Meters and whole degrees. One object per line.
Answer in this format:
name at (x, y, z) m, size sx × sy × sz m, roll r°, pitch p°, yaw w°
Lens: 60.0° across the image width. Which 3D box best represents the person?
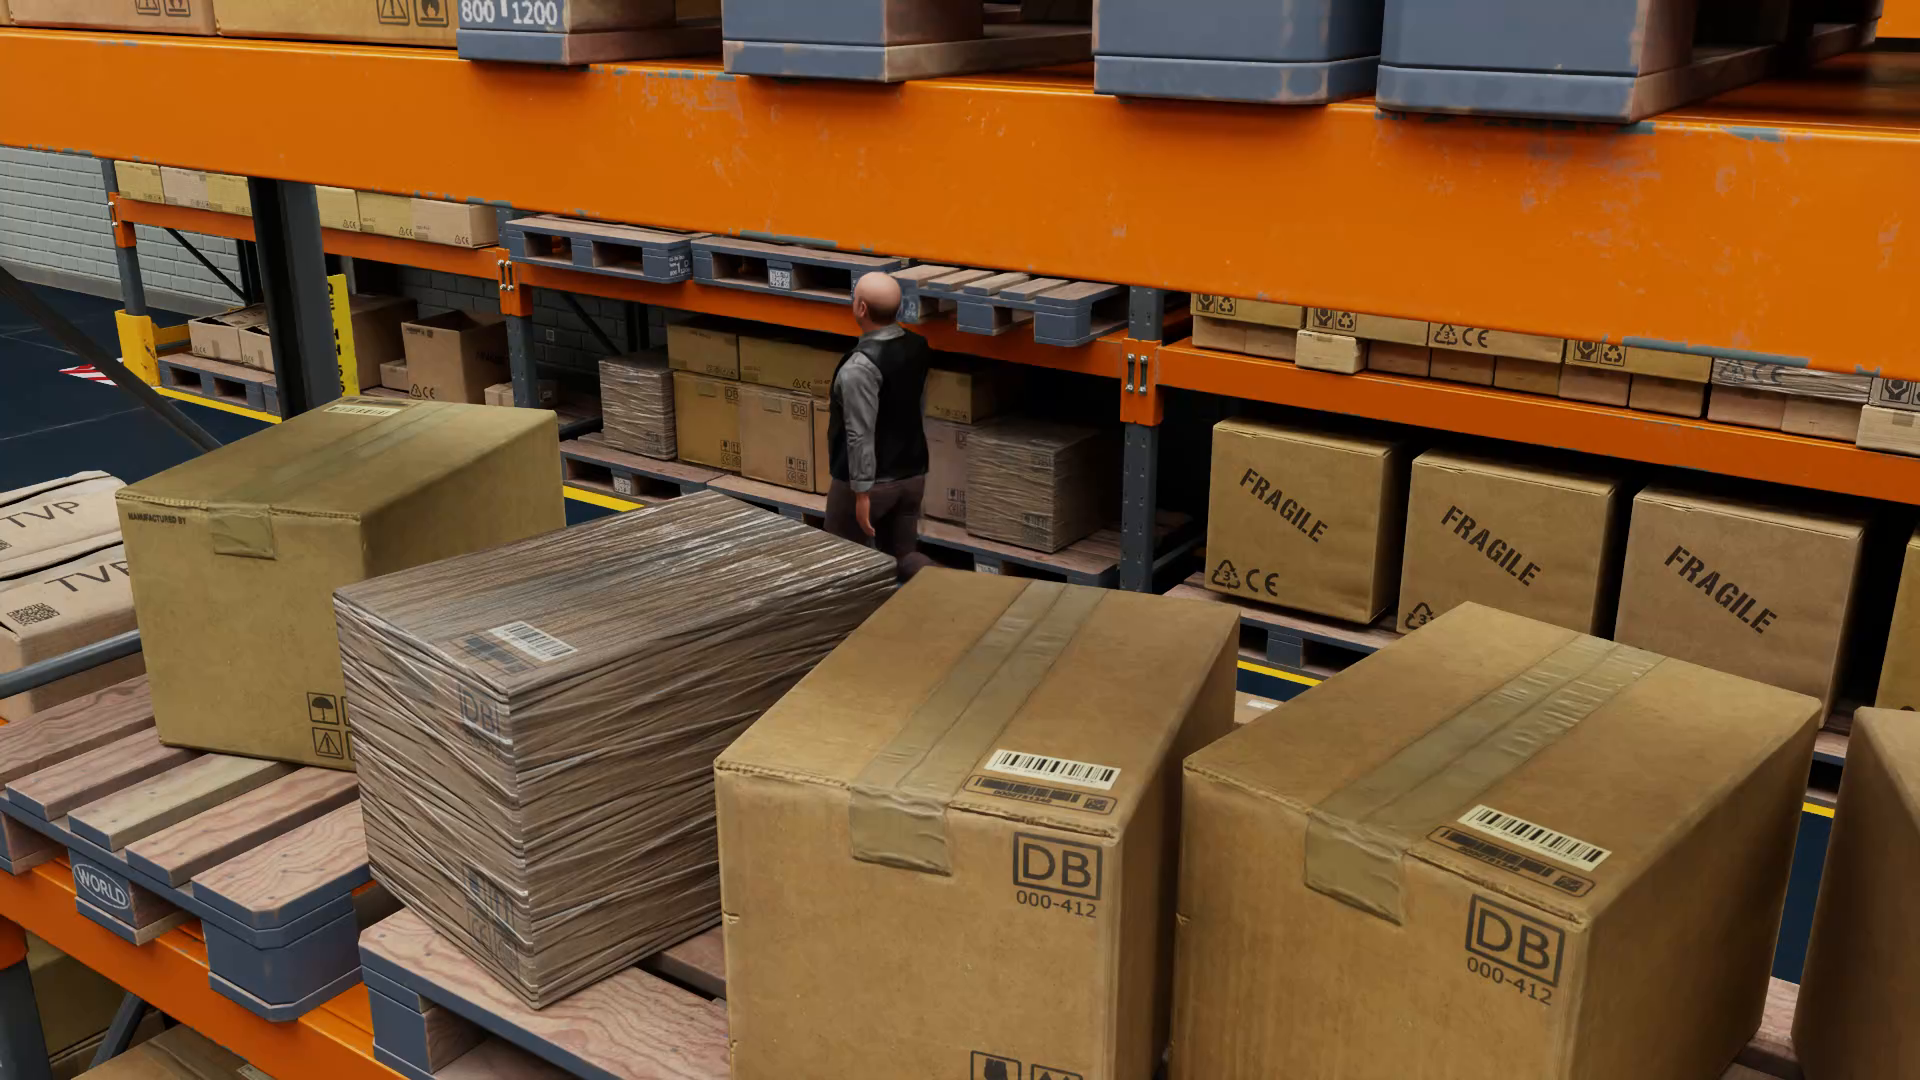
person at (-0.245, -0.169, 6.771) m, size 0.654 × 1.442 × 0.549 m, roll 14°, pitch 24°, yaw 34°
